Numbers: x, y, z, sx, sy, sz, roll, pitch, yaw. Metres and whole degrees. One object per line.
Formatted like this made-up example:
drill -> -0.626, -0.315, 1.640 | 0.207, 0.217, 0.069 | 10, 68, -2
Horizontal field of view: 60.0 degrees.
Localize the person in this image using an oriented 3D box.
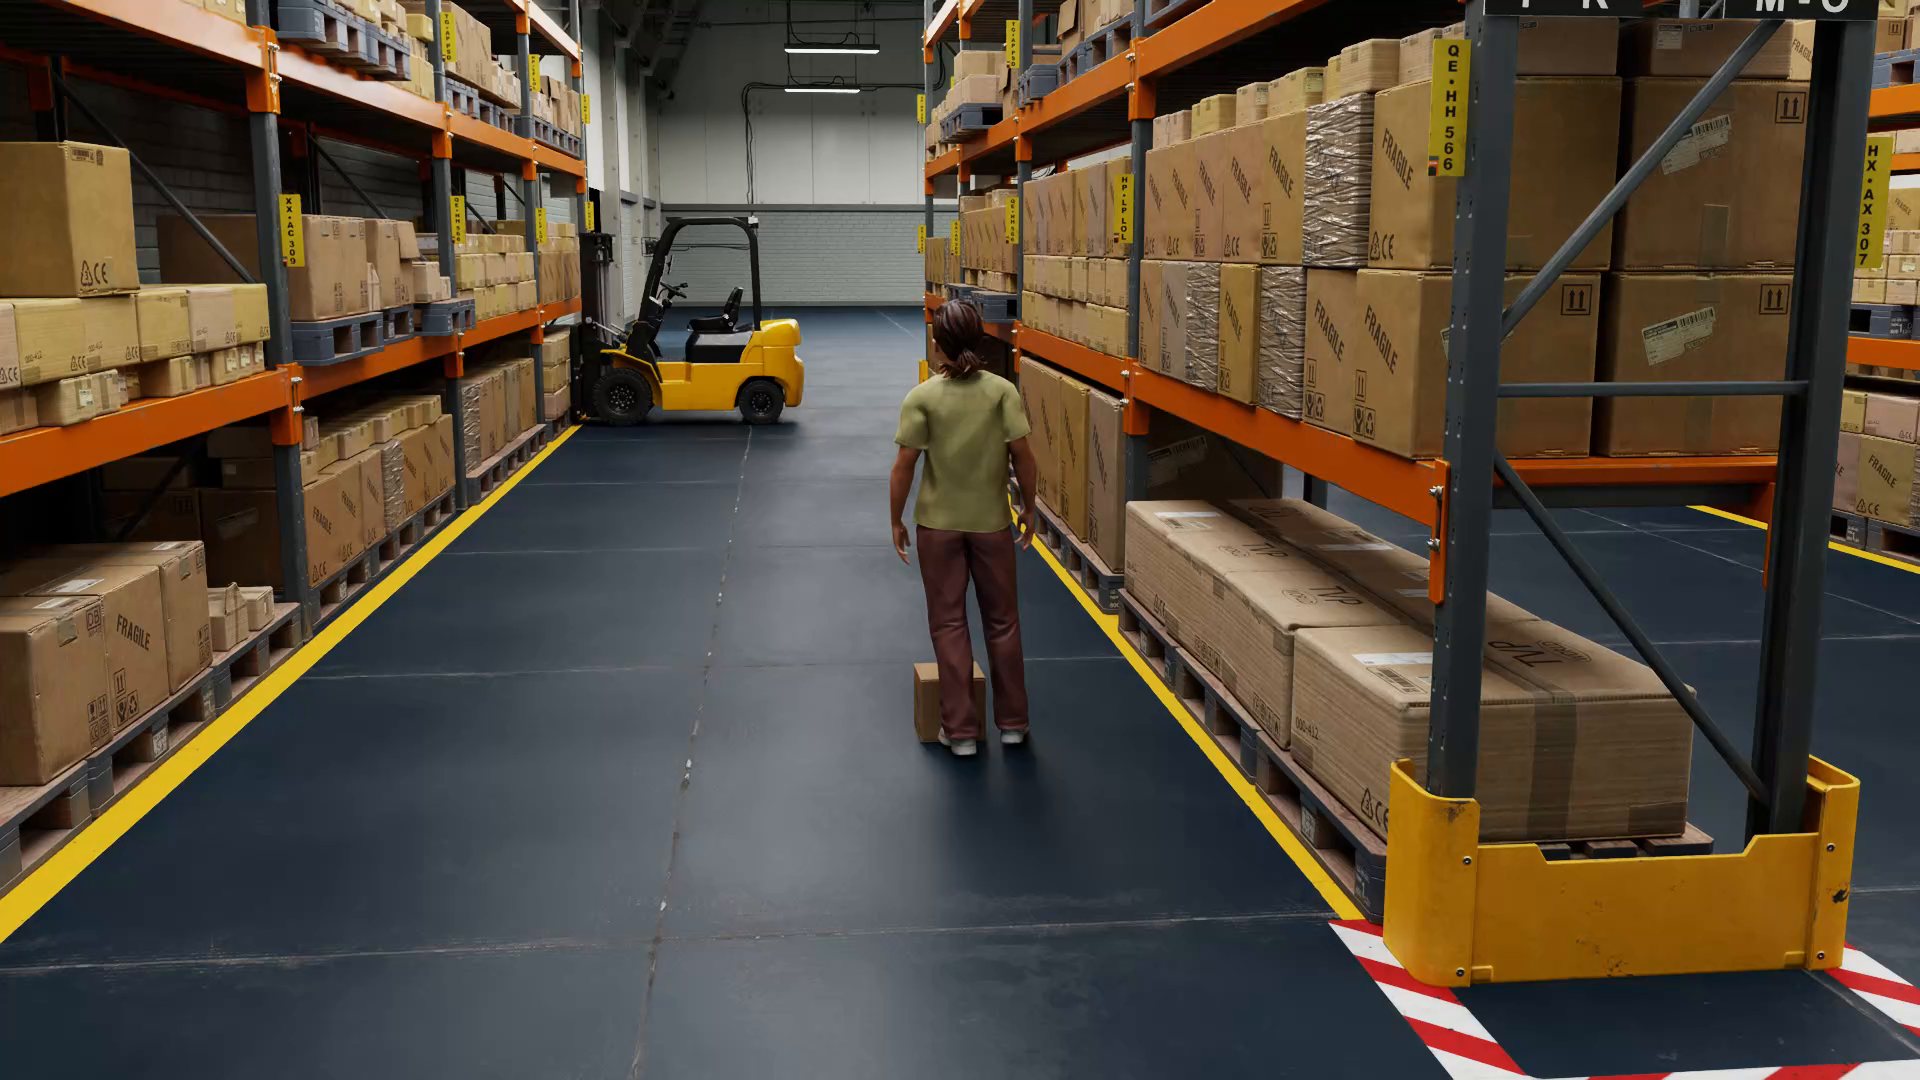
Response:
person -> 0.013, -0.045, 6.112 | 0.555, 1.675, 0.549 | -1, 10, -6
